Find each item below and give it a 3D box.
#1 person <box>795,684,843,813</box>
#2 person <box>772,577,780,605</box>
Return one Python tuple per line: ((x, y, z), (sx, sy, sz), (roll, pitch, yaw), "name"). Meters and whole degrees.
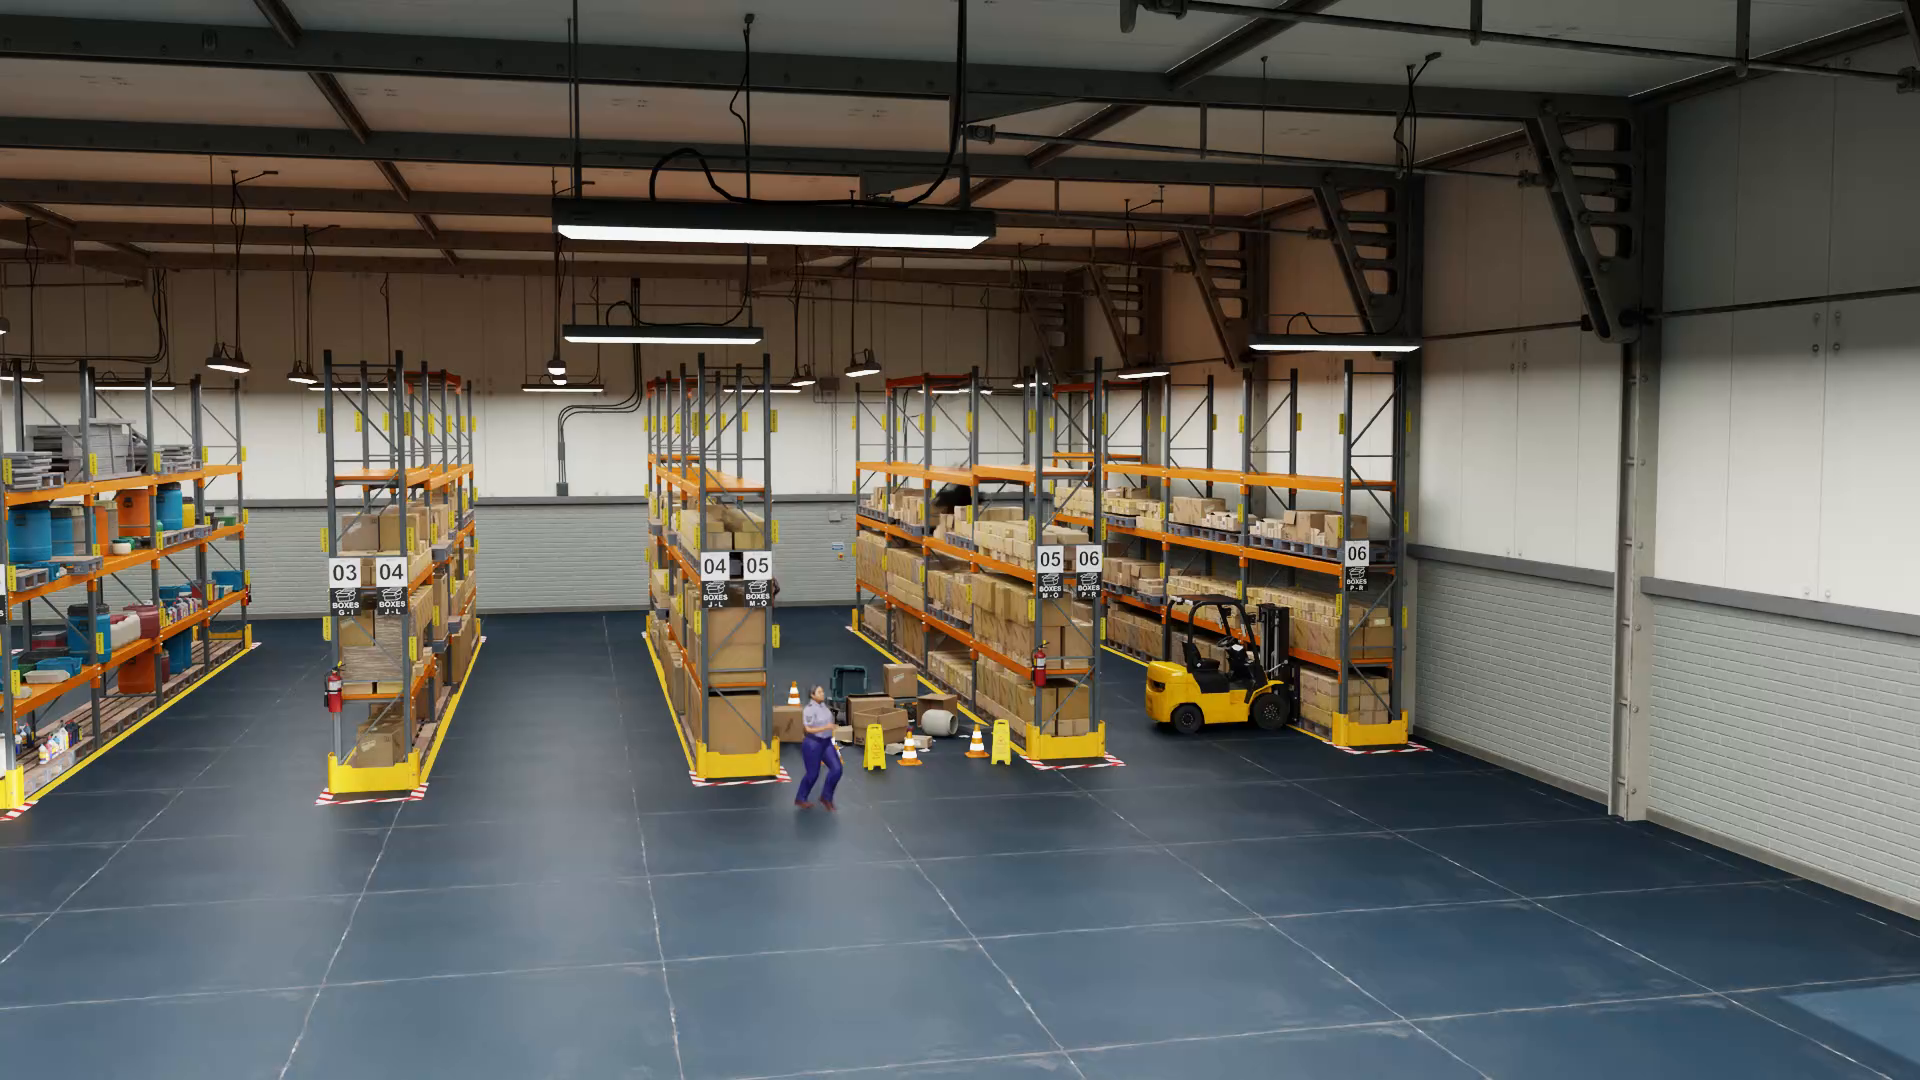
((-1.816, 2.700, 21.442), (0.679, 1.693, 0.584), (2, 5, 31), "person")
((-4.528, 1.465, 38.507), (0.729, 1.737, 0.627), (-2, 4, -26), "person")
